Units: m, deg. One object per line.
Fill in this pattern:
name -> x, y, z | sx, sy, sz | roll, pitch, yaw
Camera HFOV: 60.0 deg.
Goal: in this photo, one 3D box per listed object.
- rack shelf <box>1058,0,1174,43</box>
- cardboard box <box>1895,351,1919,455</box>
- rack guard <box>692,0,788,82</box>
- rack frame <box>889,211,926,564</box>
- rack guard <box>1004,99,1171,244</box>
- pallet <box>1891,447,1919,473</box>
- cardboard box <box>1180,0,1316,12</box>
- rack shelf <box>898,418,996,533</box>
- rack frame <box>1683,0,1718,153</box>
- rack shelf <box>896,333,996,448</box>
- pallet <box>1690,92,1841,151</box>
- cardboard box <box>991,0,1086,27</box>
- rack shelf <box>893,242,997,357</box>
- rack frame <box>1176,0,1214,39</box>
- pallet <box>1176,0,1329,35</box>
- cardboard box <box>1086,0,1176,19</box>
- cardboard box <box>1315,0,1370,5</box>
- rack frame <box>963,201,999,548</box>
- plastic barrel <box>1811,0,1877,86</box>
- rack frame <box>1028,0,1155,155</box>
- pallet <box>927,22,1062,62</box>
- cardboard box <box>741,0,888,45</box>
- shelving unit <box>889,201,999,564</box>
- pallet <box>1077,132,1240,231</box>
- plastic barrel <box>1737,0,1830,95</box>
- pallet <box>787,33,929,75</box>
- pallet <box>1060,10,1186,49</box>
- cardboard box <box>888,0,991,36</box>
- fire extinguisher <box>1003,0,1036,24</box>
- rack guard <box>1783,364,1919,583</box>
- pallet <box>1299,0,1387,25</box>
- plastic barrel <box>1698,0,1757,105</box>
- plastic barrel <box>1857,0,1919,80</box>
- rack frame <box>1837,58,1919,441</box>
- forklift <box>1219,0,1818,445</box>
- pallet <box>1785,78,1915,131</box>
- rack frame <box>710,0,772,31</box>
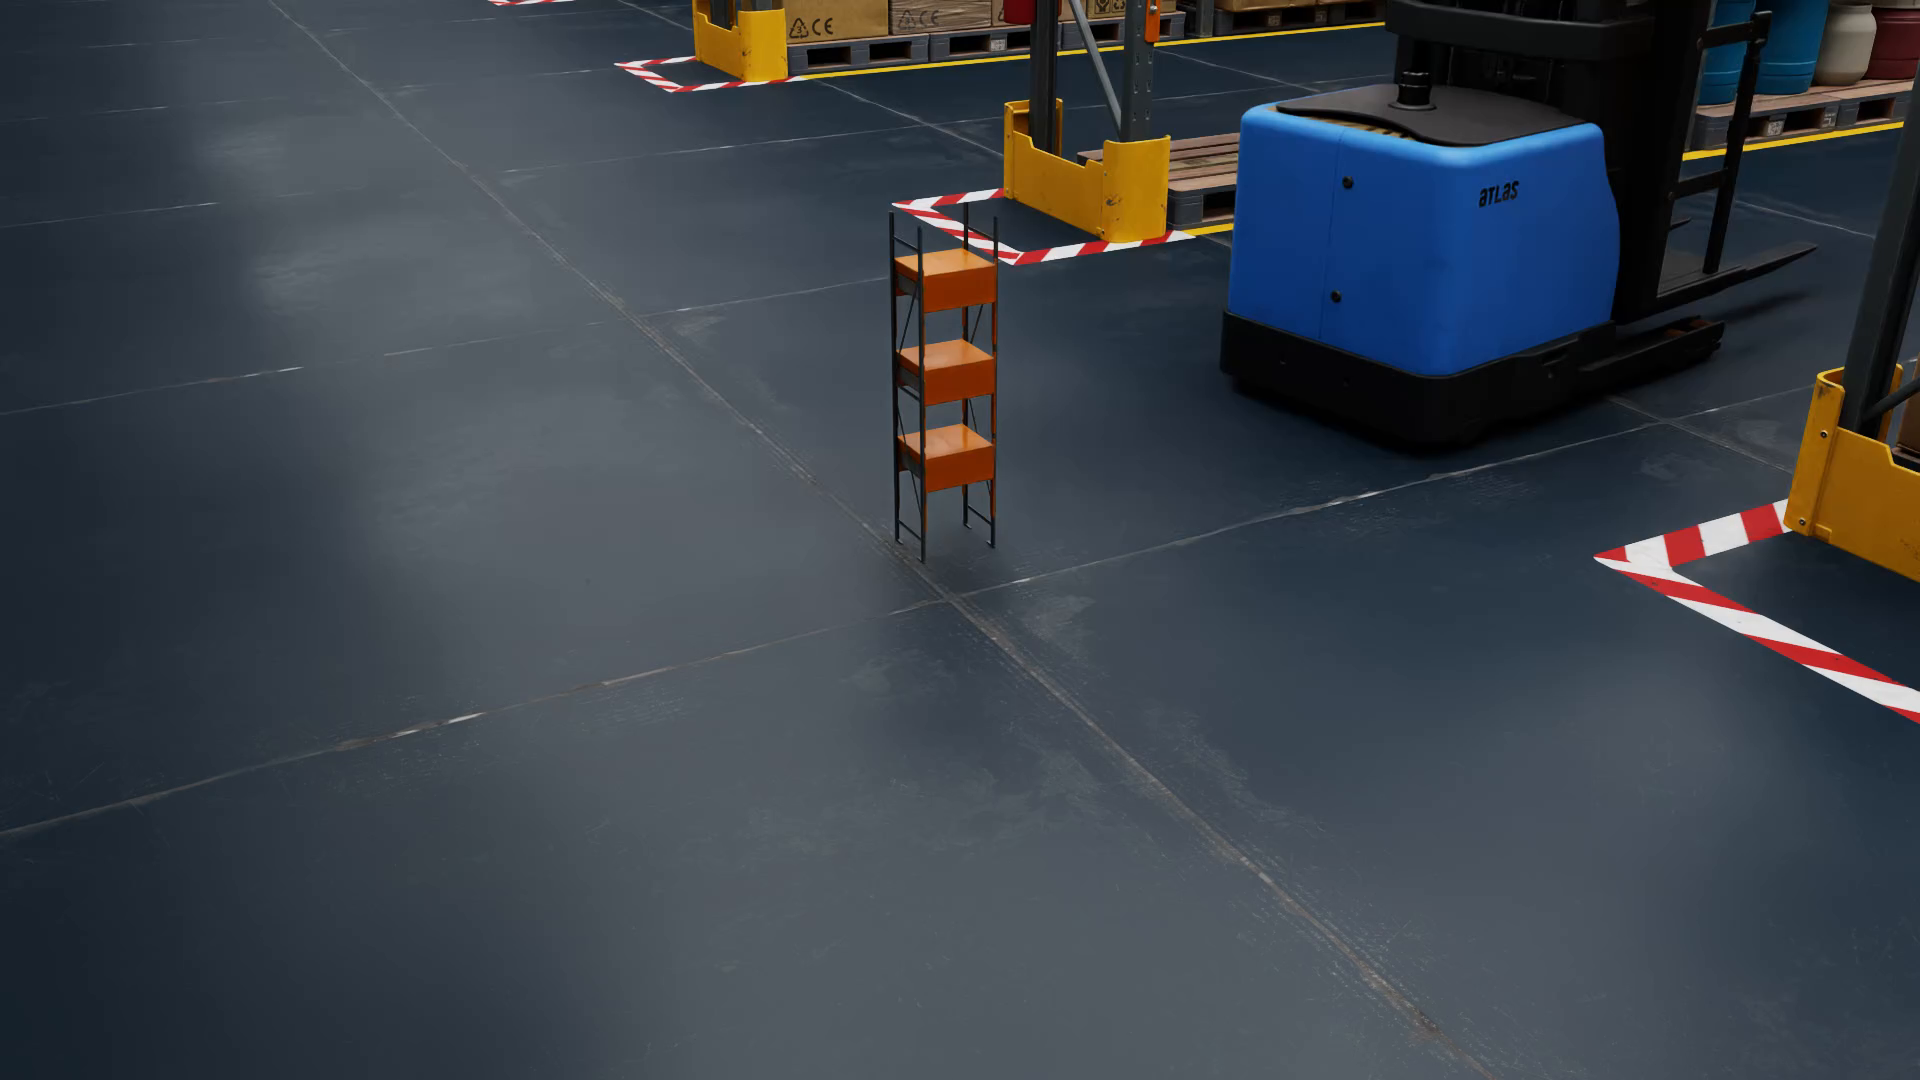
rack shelf -> 2.426, -3.182, 9.243 | 4.000, 0.370, 1.077 | -13, 29, -25
cardboard box -> 3.352, -0.483, 5.170 | 0.500, 0.500, 0.500 | -13, 29, -25
rack guard -> -1.691, -3.859, 12.710 | 0.348, 0.500, 1.175 | -13, 29, -25
rack frame -> -0.155, -0.438, 4.948 | 0.008, 1.050, 0.200 | -13, 29, -25
rack guard -> 0.646, -1.962, 8.759 | 0.348, 0.500, 1.175 | -13, 29, -25
pallet -> 3.759, -0.128, 5.272 | 1.213, 0.211, 1.003 | -13, 29, -25
cardboard box -> 2.415, -5.175, 14.532 | 0.875, 0.875, 1.225 | -13, 29, -25
rack shelf -> -0.047, -0.202, 5.125 | 0.240, 0.259, 0.215 | -13, 29, -25
rack frame -> 4.190, -3.914, 9.936 | 0.127, 3.000, 1.000 | -13, 29, -25
rack shelf -> -0.047, -0.453, 5.005 | 0.240, 0.259, 0.215 | -13, 29, -25
pallet -> 4.891, -2.798, 10.833 | 1.213, 0.211, 1.003 | -13, 29, -25
cardboard box -> 0.446, -4.750, 13.646 | 0.875, 0.875, 0.875 | -13, 29, -25
rack shelf -> -0.047, -0.709, 4.882 | 0.240, 0.259, 0.215 | -13, 29, -25
rack frame -> 1.860, -5.805, 13.876 | 0.127, 3.000, 1.000 | -13, 29, -25
pallet -> 2.505, -4.734, 14.866 | 1.213, 0.211, 1.003 | -13, 29, -25
cardboard box -> 1.240, -4.933, 14.028 | 0.875, 0.875, 0.875 | -13, 29, -25
cardboard box -> 3.203, -5.357, 14.912 | 0.875, 0.875, 1.225 | -14, 29, -27
rack frame -> 0.060, -0.487, 5.052 | 0.008, 1.050, 0.200 | -13, 29, -25
plastic barrel -> 5.844, -3.311, 11.069 | 0.421, 0.512, 0.421 | 0, 26, 0
rack frame -> 0.661, -3.099, 8.239 | 0.127, 3.000, 1.000 | -13, 29, -25
pallet -> 0.074, -4.173, 13.698 | 1.213, 0.211, 1.003 | -13, 29, -25
cardboard box -> -1.143, -4.383, 12.883 | 0.875, 0.875, 0.875 | -13, 29, -25
shelving unit -> -0.047, -0.462, 5.000 | 0.252, 1.050, 0.215 | -13, 29, -25
pallet -> 1.407, -1.995, 9.161 | 1.213, 0.211, 1.003 | -13, 29, -25
plastic barrel -> 5.303, -3.406, 10.817 | 0.708, 0.901, 0.600 | -13, 29, -25
pallet -> -1.001, -3.926, 13.184 | 1.213, 0.211, 1.003 | -13, 29, -25
pallet -> 1.152, -4.423, 14.219 | 1.213, 0.211, 1.003 | -13, 29, -25
cardboard box -> -0.340, -4.568, 13.269 | 0.875, 0.875, 0.875 | -13, 29, -25
fire extinguisher -> 0.314, -3.039, 8.634 | 0.183, 0.674, 0.296 | -13, 29, -25
rack guard -> 3.056, -0.095, 4.871 | 0.348, 0.500, 1.175 | -13, 29, -25
pallet -> 3.583, -4.984, 15.387 | 1.213, 0.211, 1.003 | -13, 29, -25
plastic barrel -> 4.678, -3.261, 10.516 | 0.708, 0.901, 0.600 | -13, 29, -25
plastic barrel -> 6.300, -3.494, 11.363 | 0.708, 0.588, 0.600 | -13, 29, -25
rack frame -> 2.989, -1.207, 4.297 | 0.127, 3.000, 1.000 | -13, 29, -25
forklift -> 2.480, -2.160, 6.362 | 3.031, 2.935, 1.130 | -19, 31, -34
pallet -> 5.969, -3.048, 11.355 | 1.213, 0.211, 1.003 | -13, 29, -25
rack frame -> -1.670, -4.991, 12.179 | 0.127, 3.000, 1.000 | -13, 29, -25
